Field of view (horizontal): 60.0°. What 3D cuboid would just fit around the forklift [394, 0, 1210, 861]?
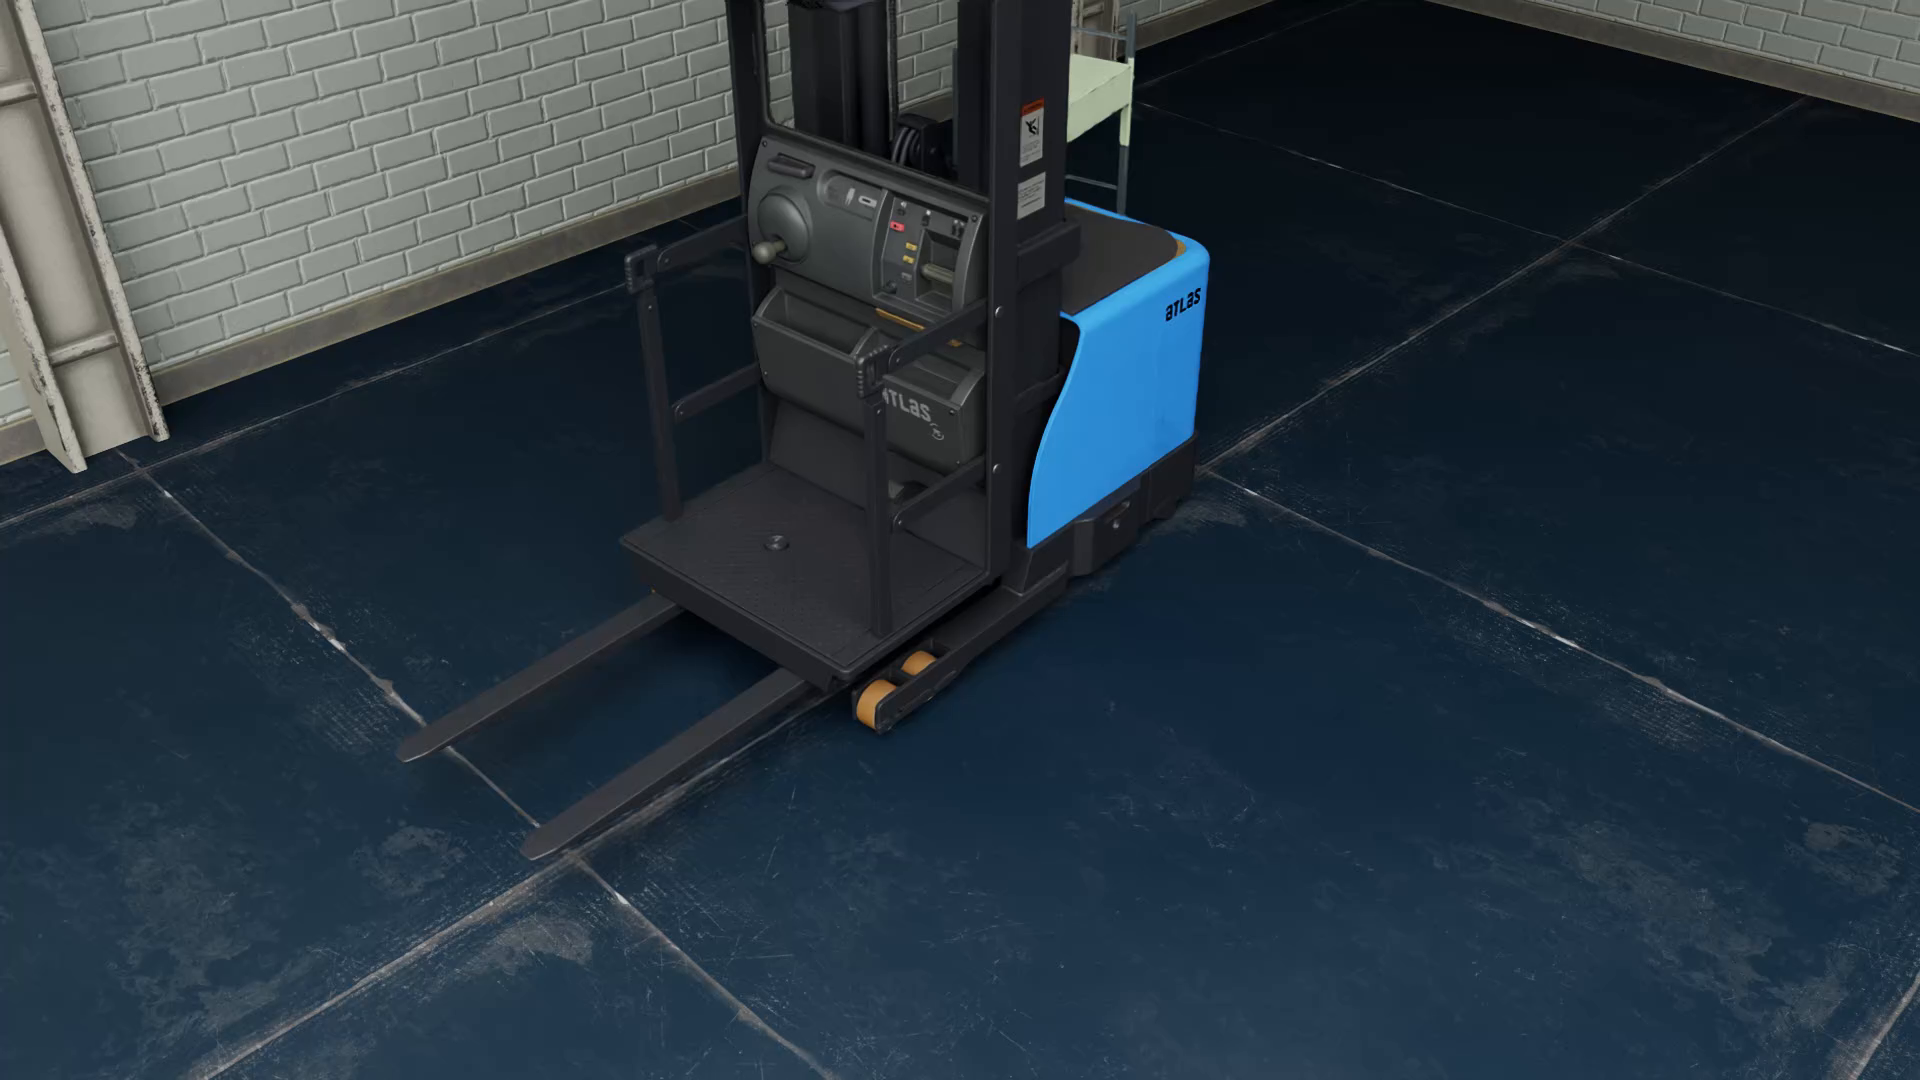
[{"bbox_3d":[-0.444,-0.912,4.996,1.130,2.935,3.031,26,43,33],"label":"forklift"}]

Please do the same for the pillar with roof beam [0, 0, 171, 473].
[{"bbox_3d":[-0.447,-2.362,1.770,9.100,9.000,0.400,30,45,35],"label":"pillar with roof beam"}]

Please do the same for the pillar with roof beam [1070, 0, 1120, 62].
[{"bbox_3d":[3.780,-4.798,5.263,9.100,9.000,0.400,30,45,35],"label":"pillar with roof beam"}]

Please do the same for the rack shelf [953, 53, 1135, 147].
[{"bbox_3d":[0.343,-1.687,6.676,0.431,0.370,0.720,19,39,25],"label":"rack shelf"}]

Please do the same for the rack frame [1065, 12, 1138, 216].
[{"bbox_3d":[0.534,-1.545,7.155,0.400,1.500,0.023,19,39,25],"label":"rack frame"}]

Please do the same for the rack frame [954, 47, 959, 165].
[{"bbox_3d":[0.151,-1.188,6.643,0.400,1.500,0.023,19,39,25],"label":"rack frame"}]

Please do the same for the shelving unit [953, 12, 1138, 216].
[{"bbox_3d":[0.343,-1.367,6.899,0.431,1.500,0.755,19,39,25],"label":"shelving unit"}]
